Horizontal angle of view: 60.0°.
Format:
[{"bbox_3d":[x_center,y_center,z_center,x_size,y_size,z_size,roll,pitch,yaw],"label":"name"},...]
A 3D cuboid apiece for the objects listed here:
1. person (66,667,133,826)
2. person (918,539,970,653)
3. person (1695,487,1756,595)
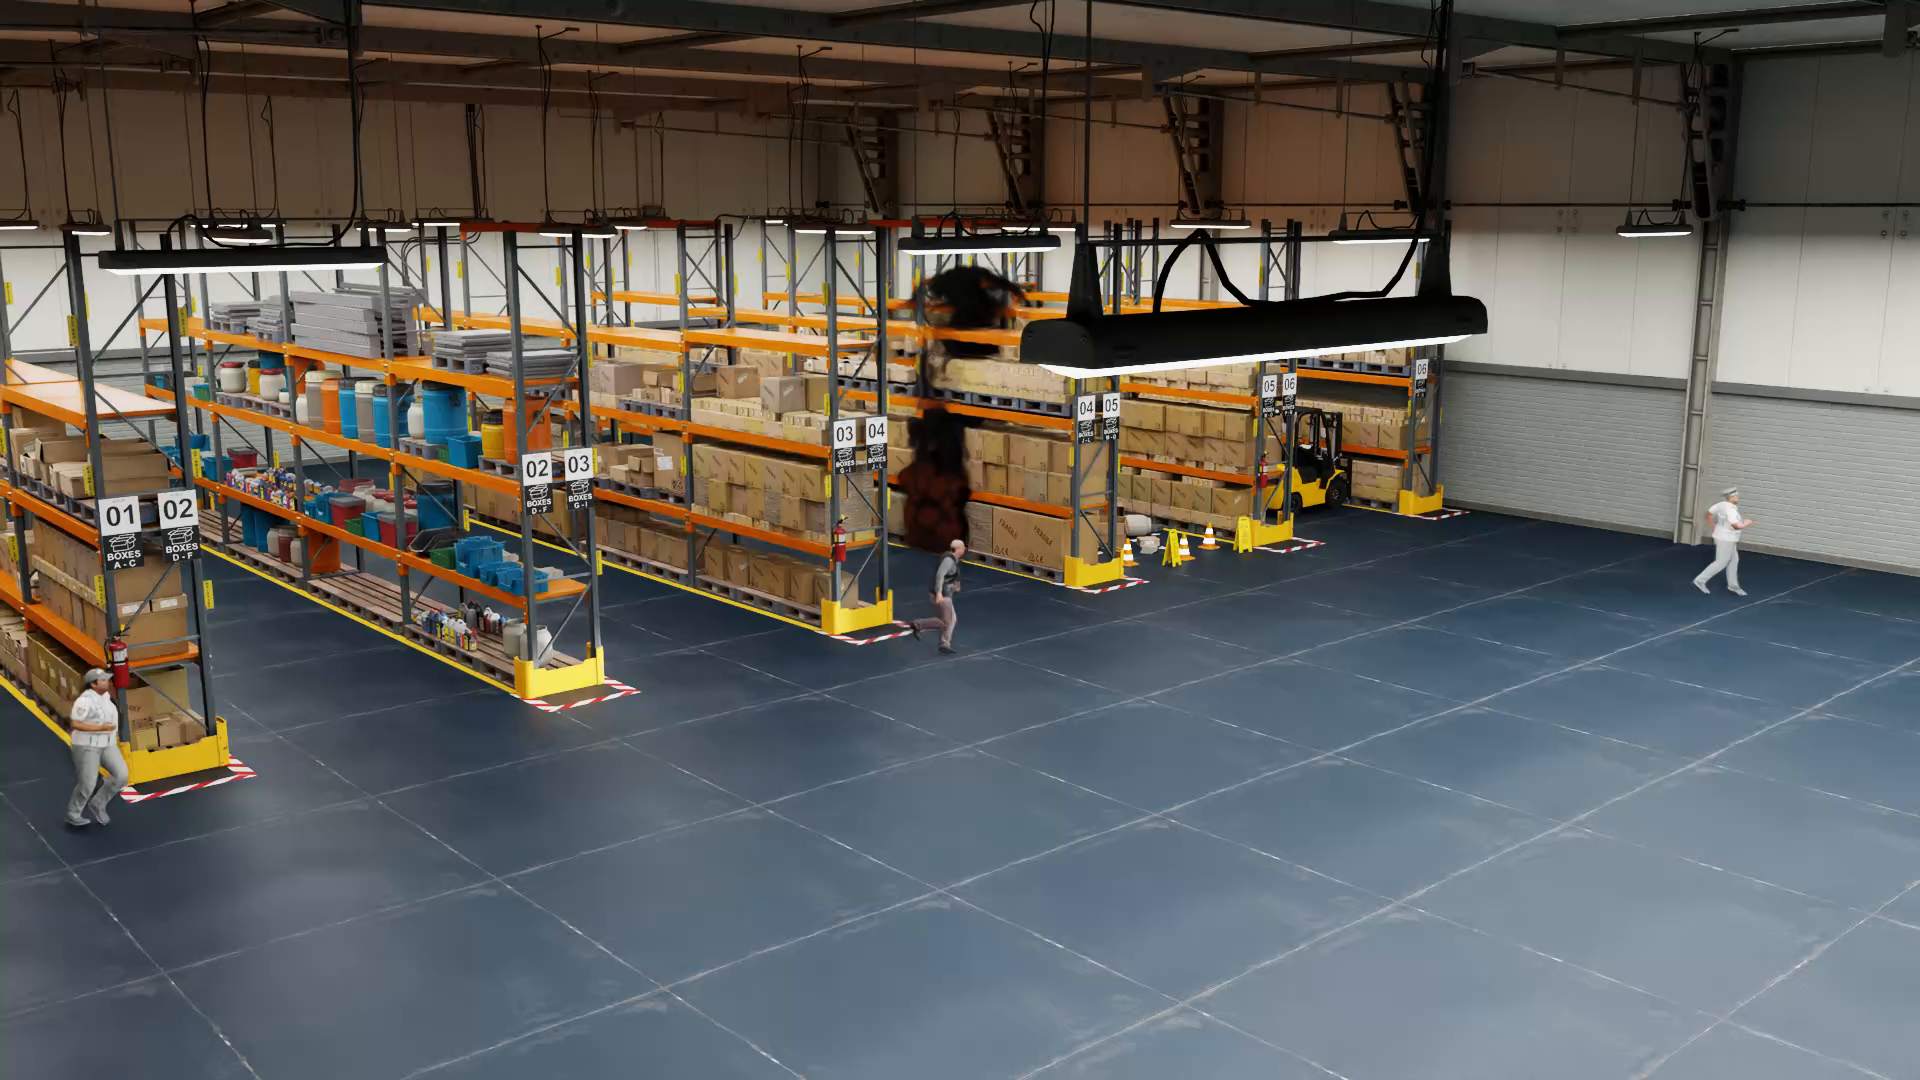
[{"bbox_3d":[-8.883,2.137,17.255,0.653,1.668,0.625,3,12,14],"label":"person"},{"bbox_3d":[-0.228,0.809,23.791,0.745,1.658,0.652,-1,11,-6],"label":"person"},{"bbox_3d":[12.549,0.022,27.180,0.945,1.782,0.683,2,12,8],"label":"person"}]
